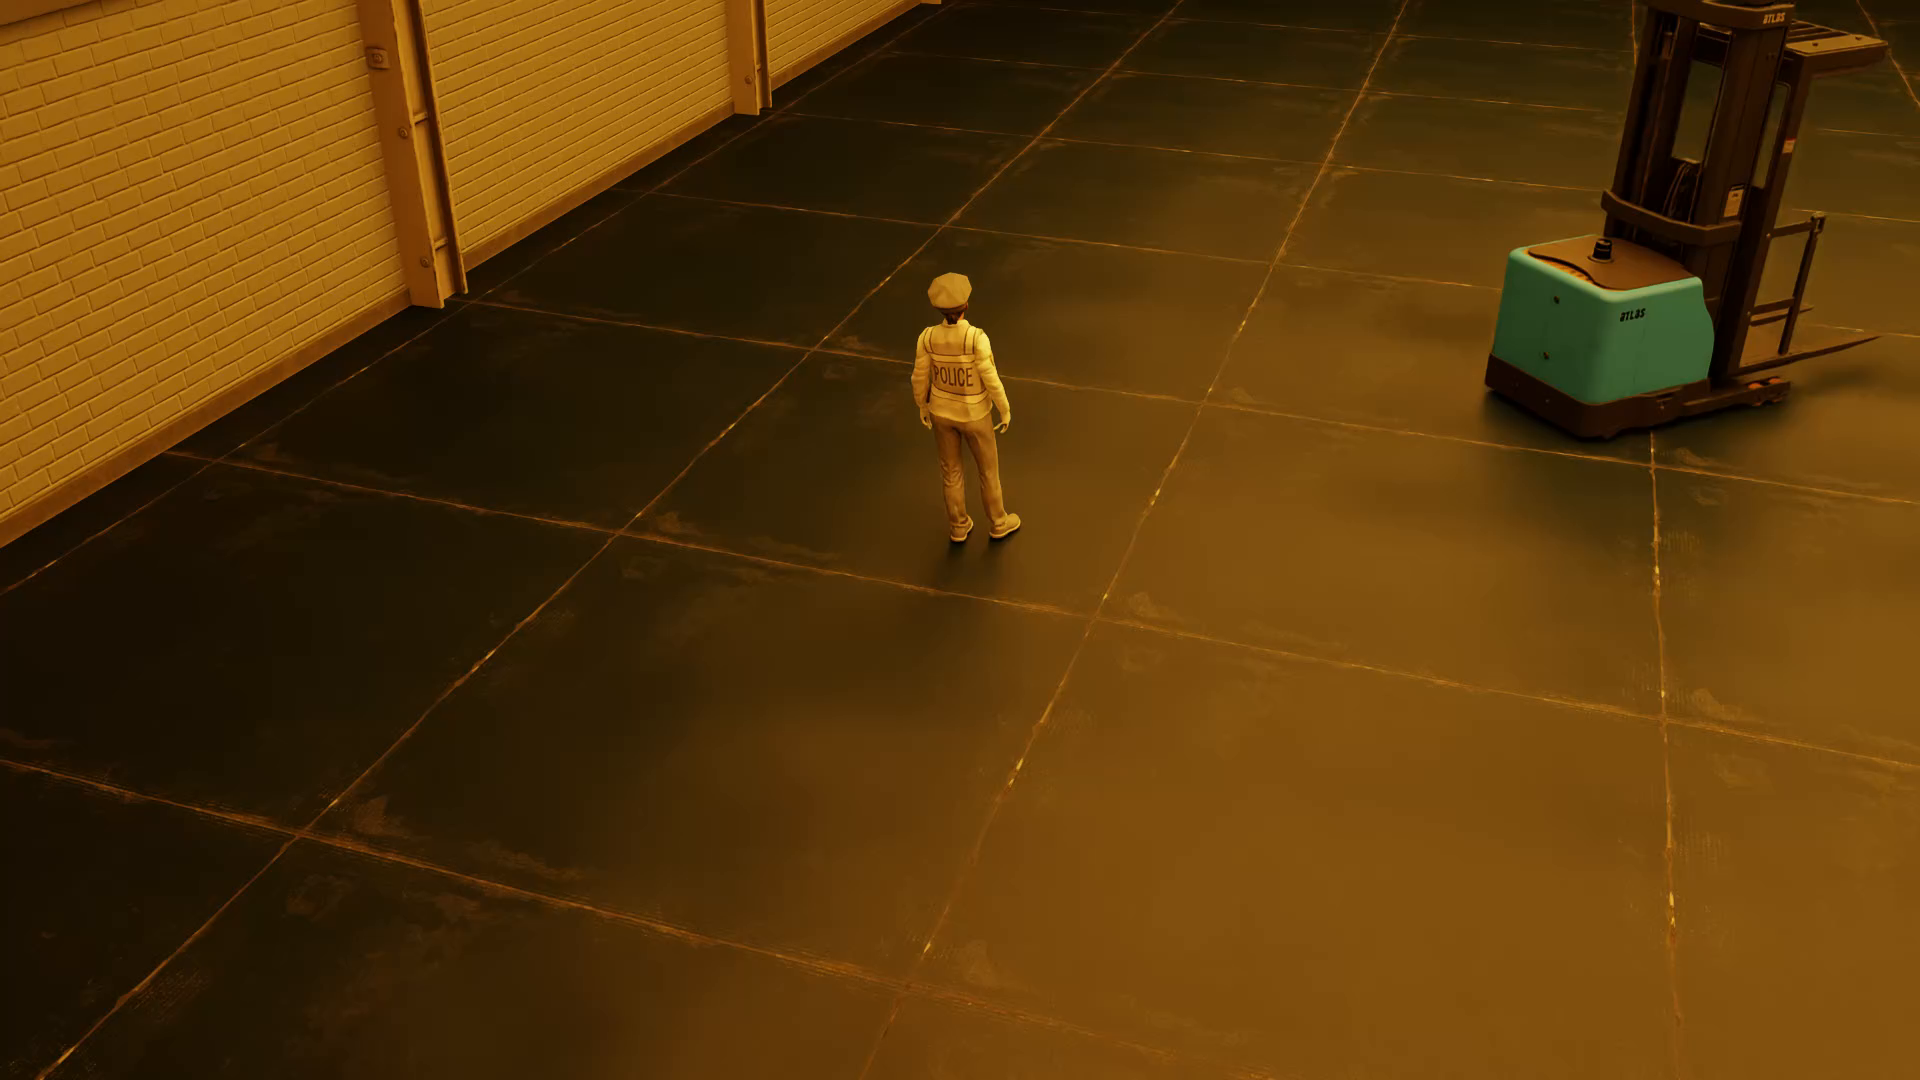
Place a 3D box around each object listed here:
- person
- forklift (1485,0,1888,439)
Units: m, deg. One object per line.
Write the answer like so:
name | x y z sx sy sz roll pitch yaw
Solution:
person | 0.029 -0.773 9.727 0.586 1.694 0.530 10 31 16
forklift | 5.321 -2.436 11.409 3.031 2.935 1.130 -13 32 -22
